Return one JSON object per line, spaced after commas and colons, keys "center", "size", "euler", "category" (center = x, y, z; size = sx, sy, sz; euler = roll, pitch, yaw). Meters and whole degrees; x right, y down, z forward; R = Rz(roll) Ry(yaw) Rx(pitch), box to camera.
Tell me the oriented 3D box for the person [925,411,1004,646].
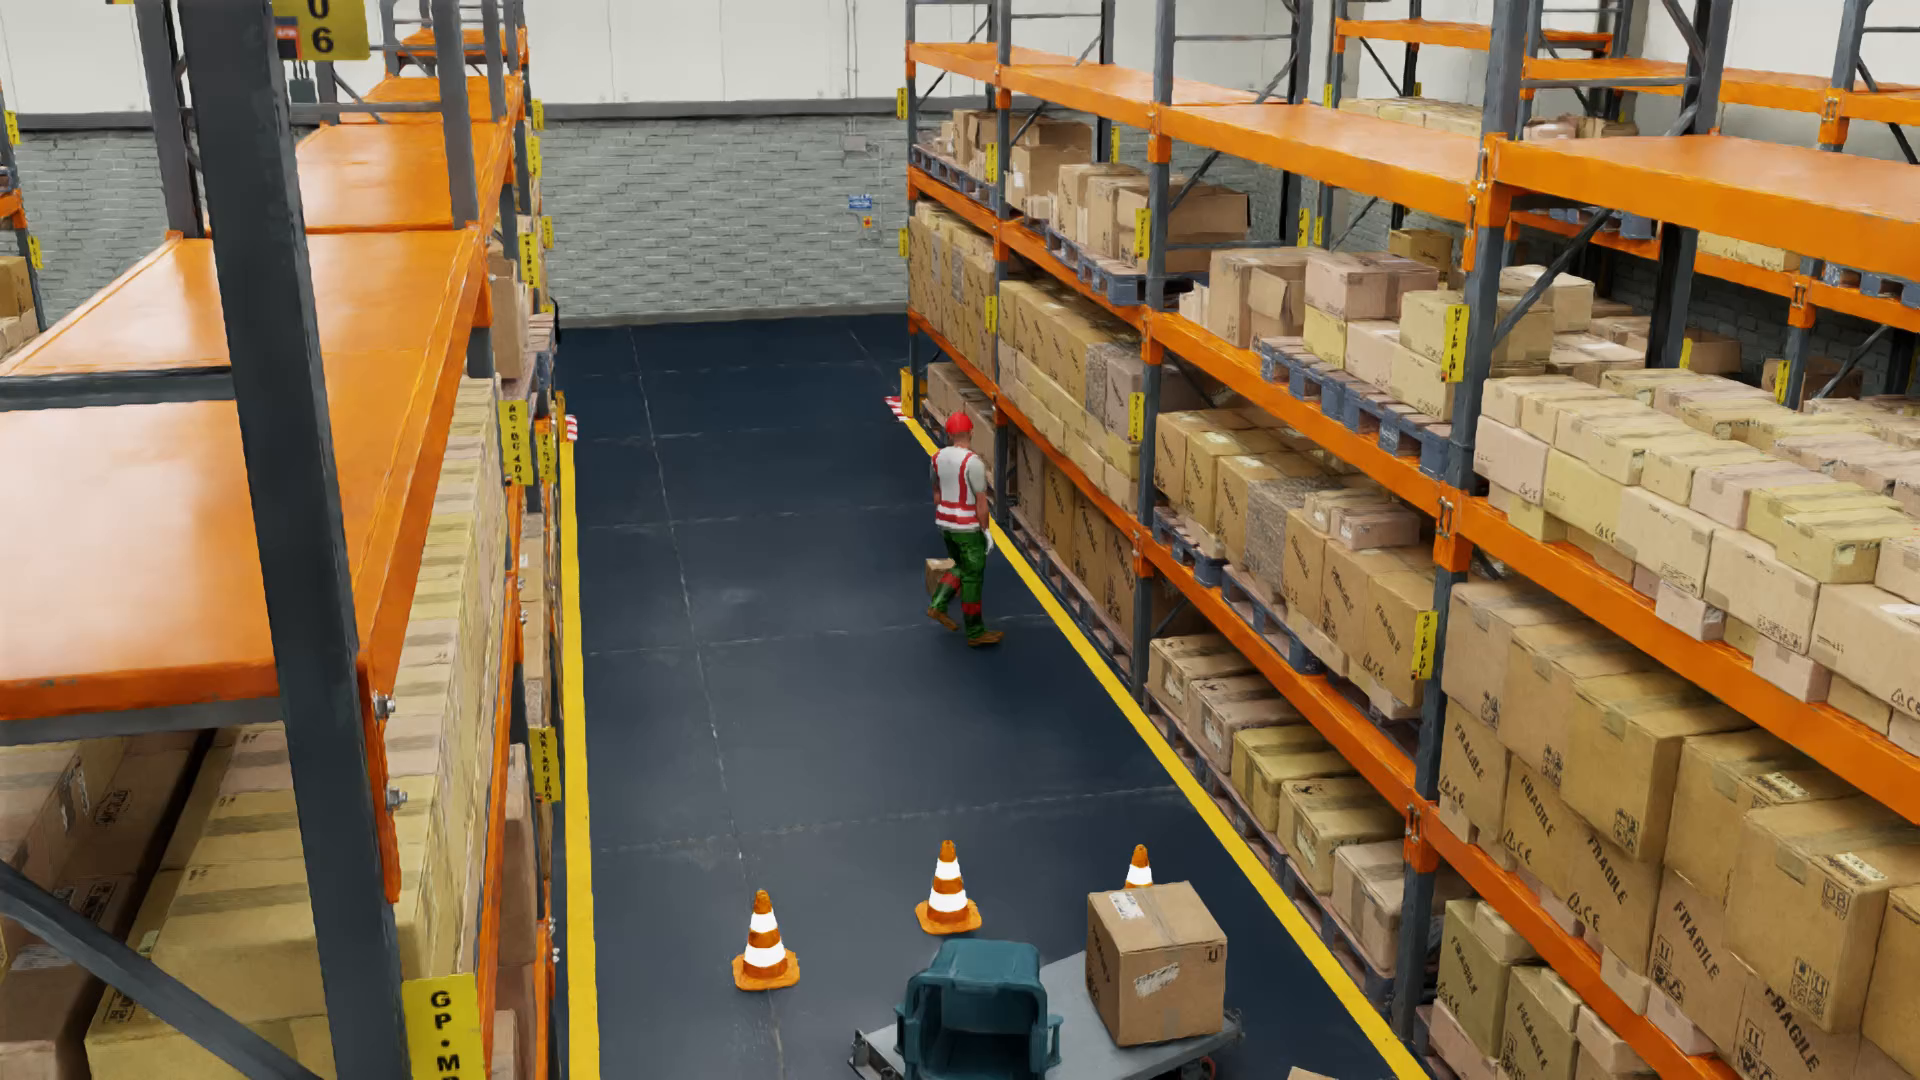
{"center": [-0.018, -0.088, 12.591], "size": [0.509, 1.776, 0.634], "euler": [-16, 25, -39], "category": "person"}
